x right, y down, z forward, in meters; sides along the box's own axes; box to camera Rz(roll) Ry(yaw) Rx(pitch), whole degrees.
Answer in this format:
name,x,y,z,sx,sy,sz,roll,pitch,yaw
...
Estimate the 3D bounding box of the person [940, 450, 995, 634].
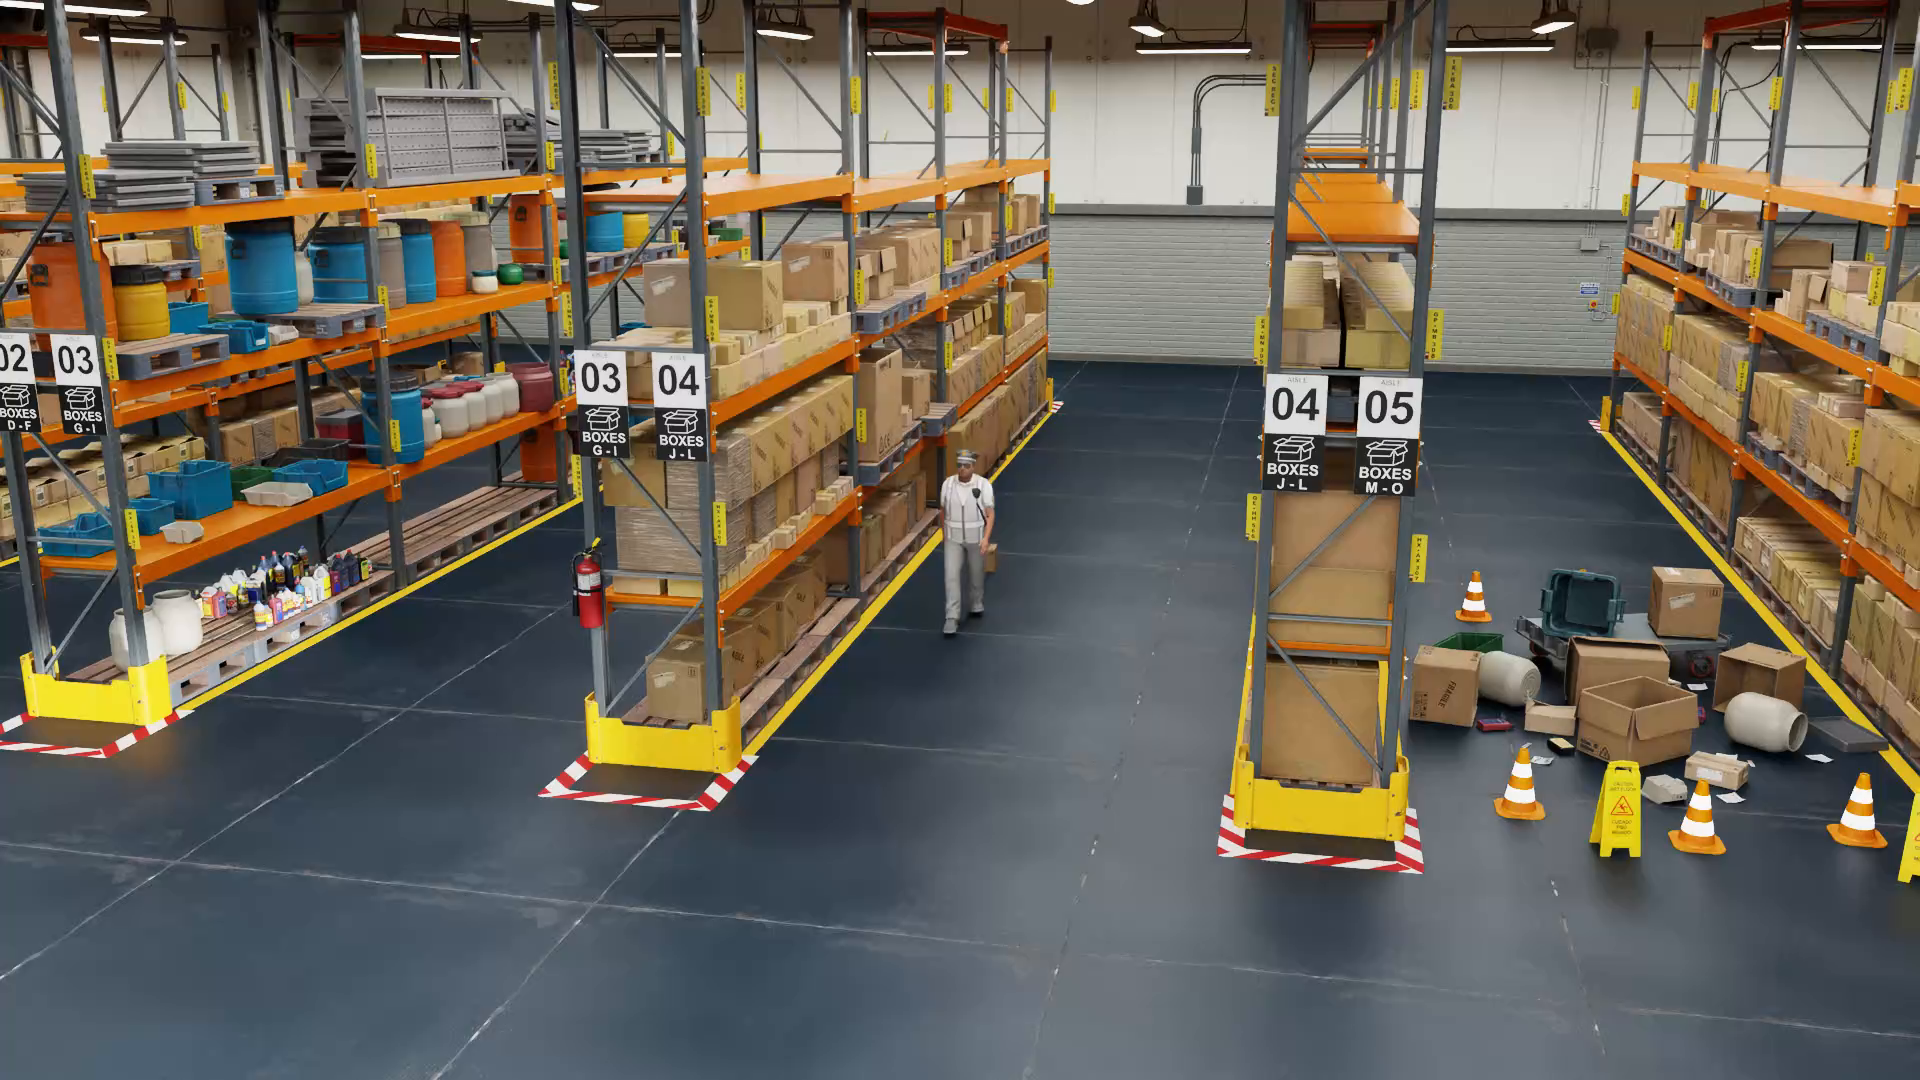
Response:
name,x,y,z,sx,sy,sz,roll,pitch,yaw
person,0.061,-0.031,16.026,0.545,1.710,1.052,1,15,6
